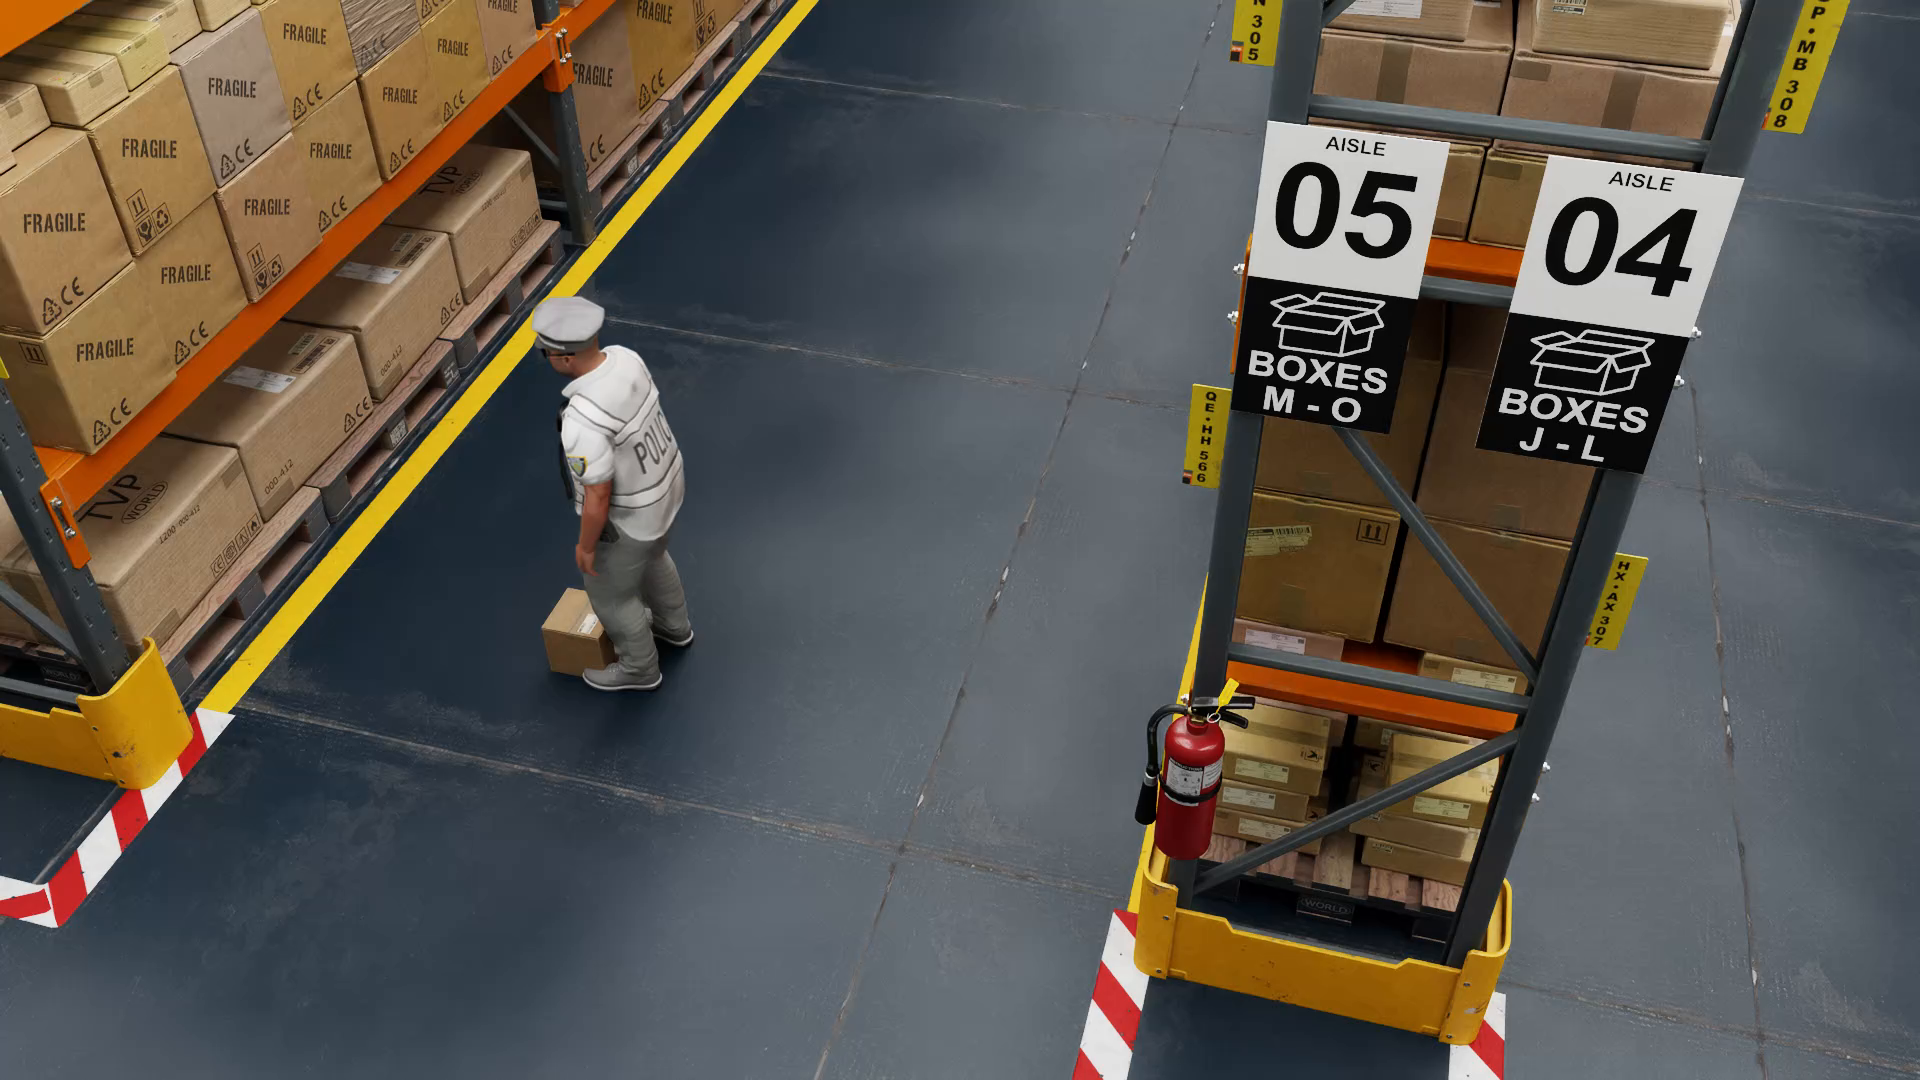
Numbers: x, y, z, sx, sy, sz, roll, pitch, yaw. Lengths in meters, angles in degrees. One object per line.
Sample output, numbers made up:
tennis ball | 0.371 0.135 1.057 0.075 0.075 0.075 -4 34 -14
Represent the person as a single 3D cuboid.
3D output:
person | -1.290 -0.136 6.310 0.468 1.748 0.598 9 42 10
